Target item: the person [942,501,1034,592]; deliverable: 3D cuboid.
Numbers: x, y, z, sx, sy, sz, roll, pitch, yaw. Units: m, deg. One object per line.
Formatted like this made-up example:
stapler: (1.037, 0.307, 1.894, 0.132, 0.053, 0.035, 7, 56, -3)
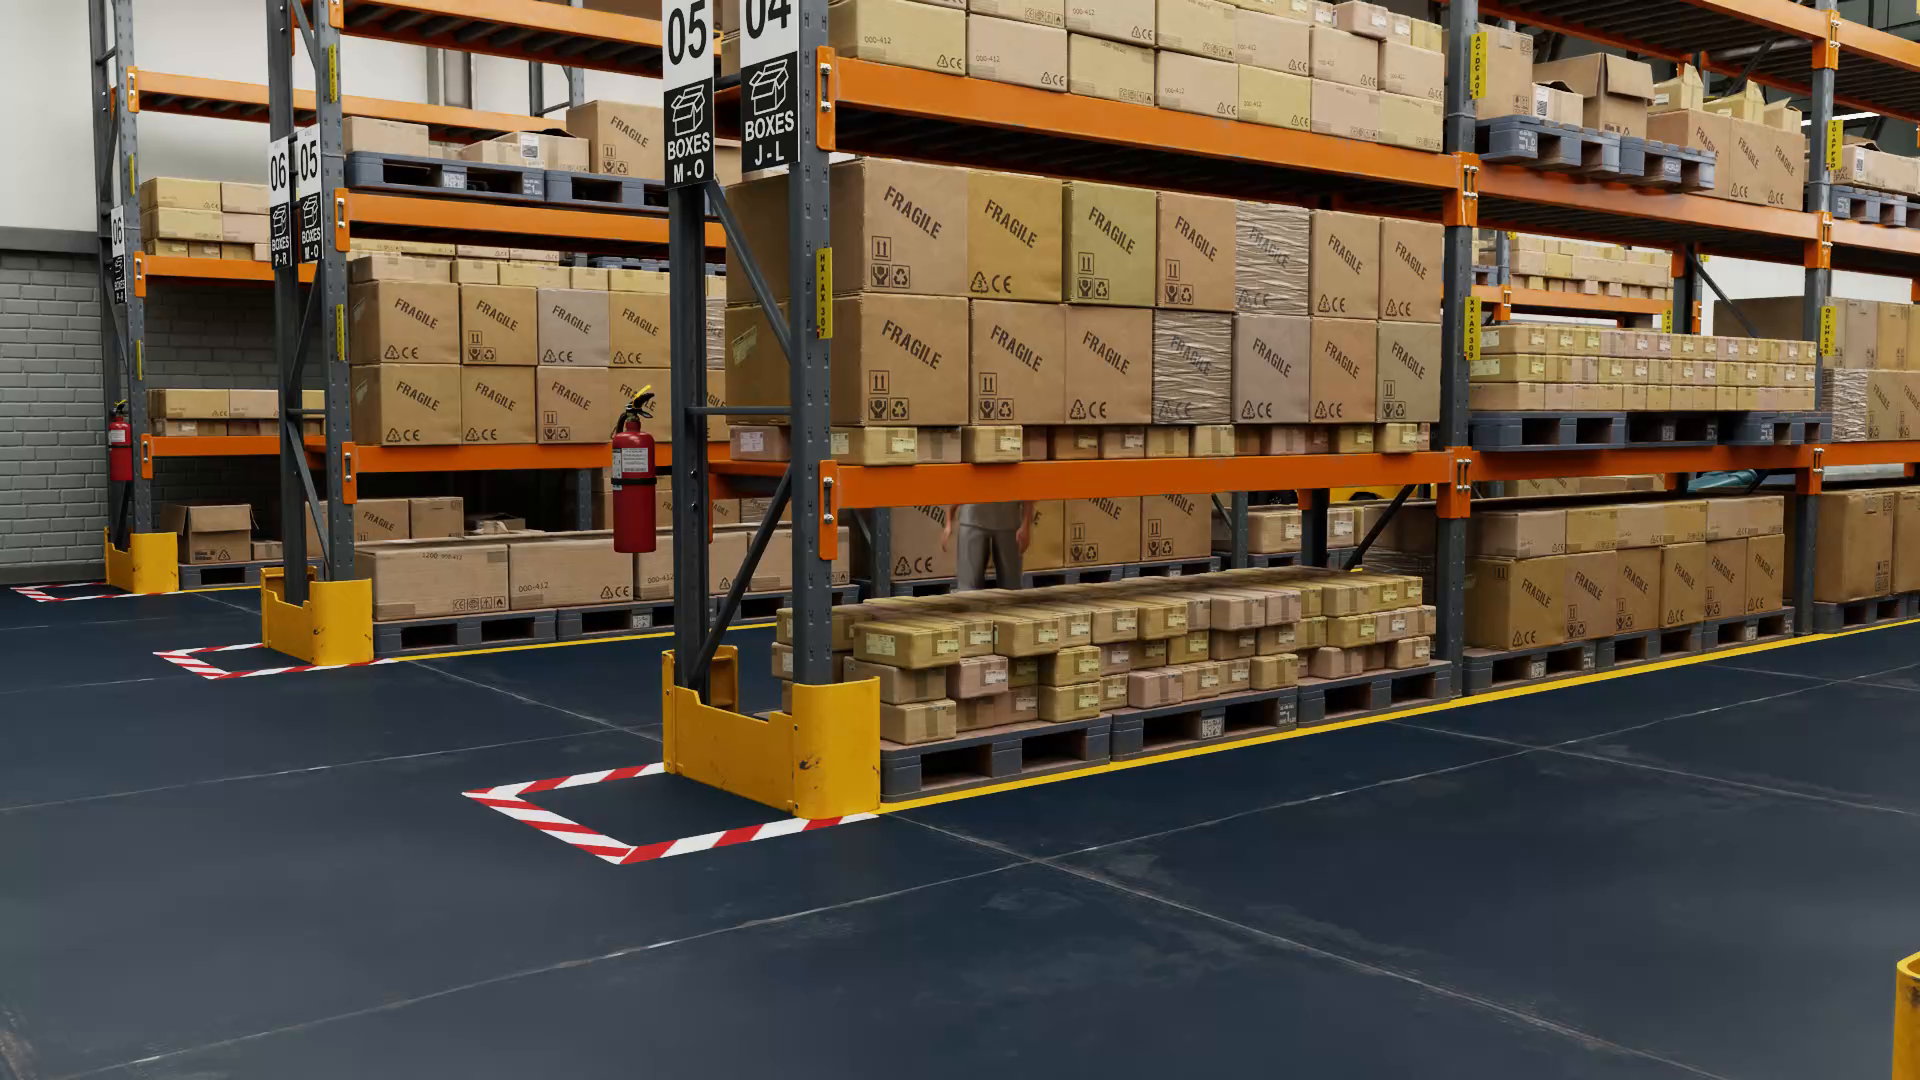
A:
person: (0.165, -0.060, 9.182, 0.536, 1.666, 0.583, 0, 4, 4)
